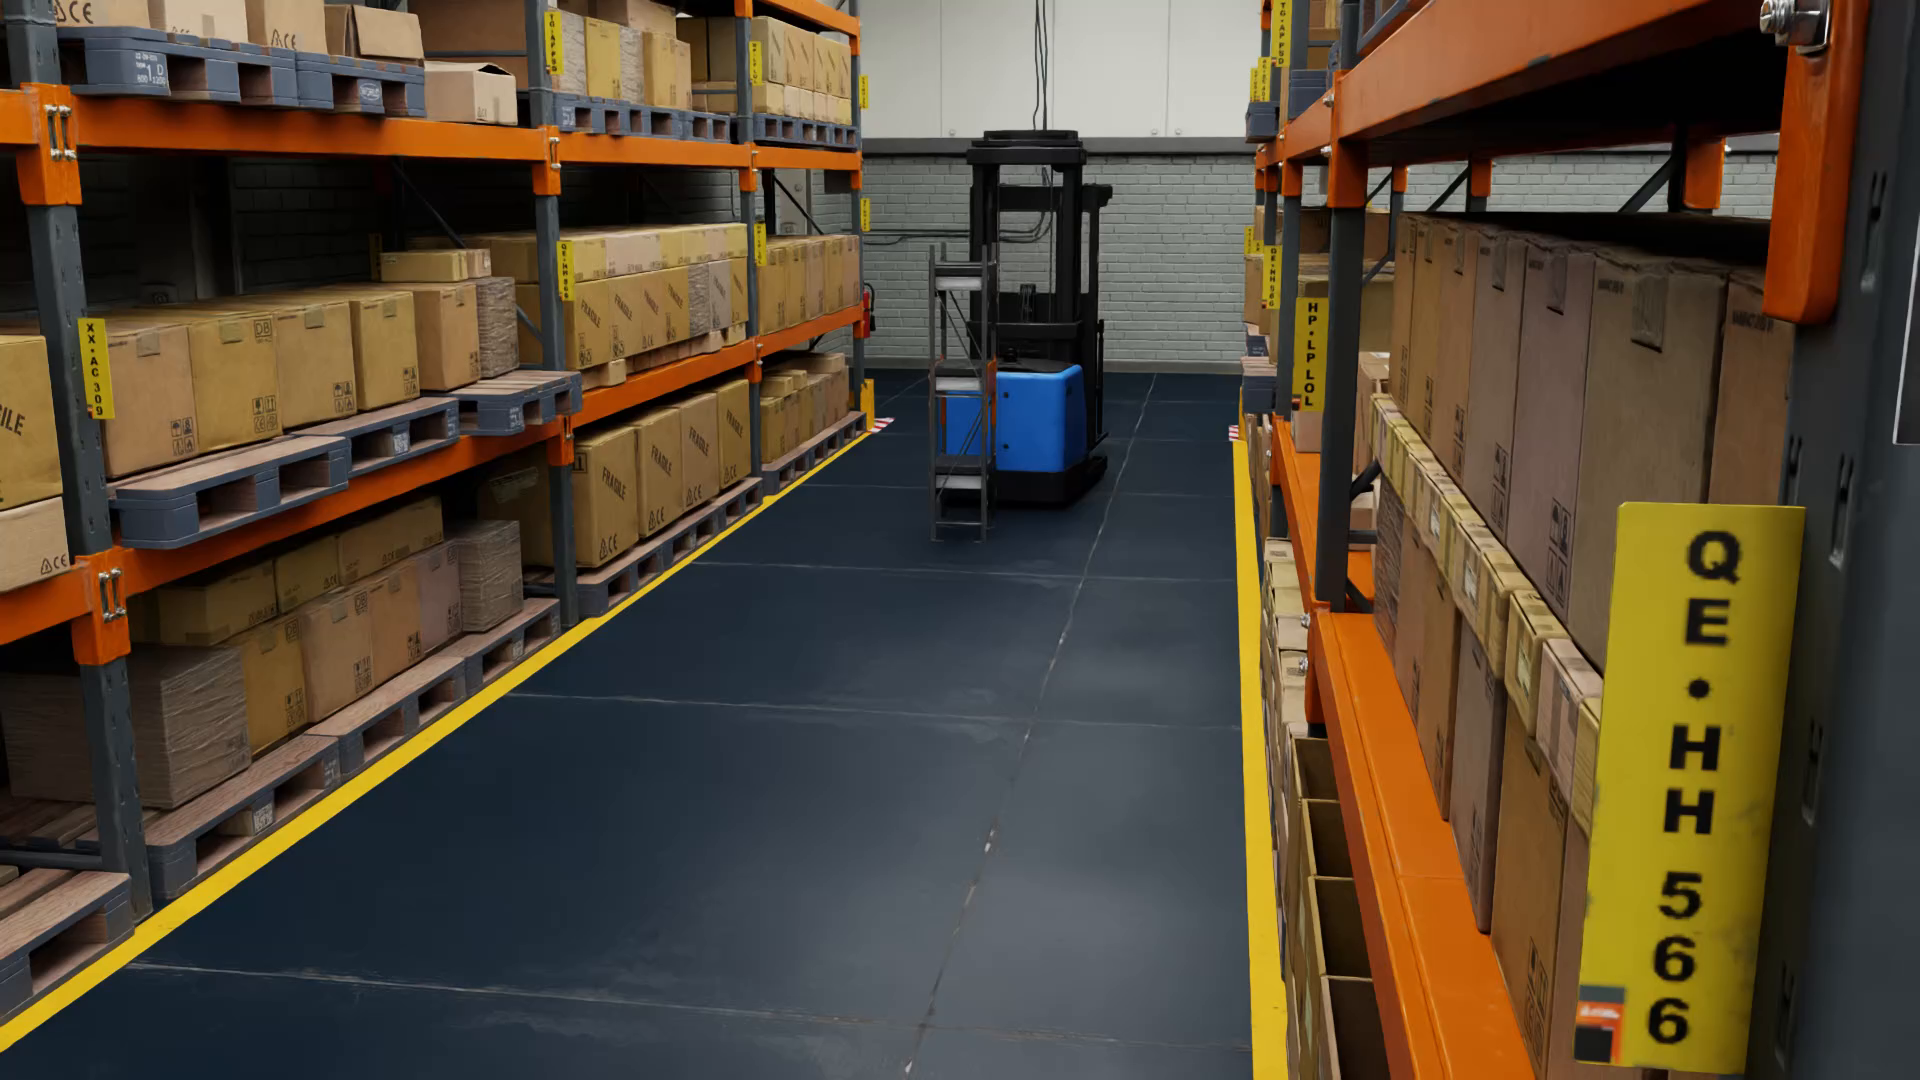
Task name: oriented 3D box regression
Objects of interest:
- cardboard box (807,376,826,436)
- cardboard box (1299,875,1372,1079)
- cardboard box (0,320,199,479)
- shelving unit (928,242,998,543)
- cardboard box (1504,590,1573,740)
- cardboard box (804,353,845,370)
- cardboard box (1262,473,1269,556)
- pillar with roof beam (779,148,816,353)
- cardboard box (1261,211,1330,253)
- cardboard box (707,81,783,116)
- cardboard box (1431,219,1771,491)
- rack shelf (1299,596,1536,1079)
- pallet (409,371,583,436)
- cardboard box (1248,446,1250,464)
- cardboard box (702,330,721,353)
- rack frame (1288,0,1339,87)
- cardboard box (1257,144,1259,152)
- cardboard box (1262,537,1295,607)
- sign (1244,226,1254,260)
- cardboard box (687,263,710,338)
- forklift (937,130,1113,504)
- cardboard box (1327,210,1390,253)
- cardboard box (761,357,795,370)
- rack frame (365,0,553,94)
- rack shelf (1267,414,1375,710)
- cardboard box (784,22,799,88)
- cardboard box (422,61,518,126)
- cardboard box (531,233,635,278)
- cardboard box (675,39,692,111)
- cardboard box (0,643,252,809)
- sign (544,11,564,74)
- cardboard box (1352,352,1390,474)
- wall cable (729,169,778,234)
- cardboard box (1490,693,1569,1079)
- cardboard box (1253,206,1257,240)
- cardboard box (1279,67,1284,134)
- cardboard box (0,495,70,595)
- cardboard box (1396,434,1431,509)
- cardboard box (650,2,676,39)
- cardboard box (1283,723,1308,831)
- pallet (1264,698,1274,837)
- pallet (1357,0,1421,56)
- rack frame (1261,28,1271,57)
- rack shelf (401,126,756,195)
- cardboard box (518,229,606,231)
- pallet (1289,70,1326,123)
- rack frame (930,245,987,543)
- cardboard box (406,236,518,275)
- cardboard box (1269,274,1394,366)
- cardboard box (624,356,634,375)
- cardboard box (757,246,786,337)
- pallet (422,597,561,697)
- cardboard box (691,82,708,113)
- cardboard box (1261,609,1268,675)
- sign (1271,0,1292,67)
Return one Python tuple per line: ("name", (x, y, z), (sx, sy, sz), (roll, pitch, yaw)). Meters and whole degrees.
("cardboard box", (-1.663, -1.273, 15.717), (0.700, 0.500, 0.500), (1, 12, 7))
("cardboard box", (1.015, 1.077, 3.626), (0.500, 0.500, 0.500), (2, 12, 9))
("cardboard box", (-3.234, -0.518, 5.997), (0.700, 0.500, 0.500), (2, 12, 9))
("shelving unit", (0.025, -1.061, 11.932), (0.431, 2.100, 0.503), (2, 12, 9))
("cardboard box", (0.963, 0.176, 2.278), (0.380, 0.149, 0.250), (2, 12, 10))
("cardboard box", (-1.349, -1.766, 16.466), (0.380, 0.149, 0.250), (2, 12, 8))
("cardboard box", (2.156, -0.126, 10.345), (0.500, 0.500, 0.500), (1, 12, 7))
("pillar with roof beam", (2.313, -6.031, 18.617), (9.100, 9.000, 0.400), (2, 12, 9))
("cardboard box", (2.601, -2.306, 12.965), (0.500, 0.500, 0.500), (2, 12, 9))
("cardboard box", (-1.749, -3.597, 13.567), (0.500, 0.250, 0.500), (2, 12, 8))
("cardboard box", (1.333, -0.371, 3.277), (0.700, 0.500, 0.500), (2, 12, 9))
("rack shelf", (1.241, 0.778, 2.970), (1.077, 0.370, 4.000), (2, 12, 9))
("pallet", (-2.736, -0.737, 8.747), (1.213, 0.211, 1.003), (2, 12, 9))
("cardboard box", (2.585, -0.684, 13.772), (0.380, 0.149, 0.250), (2, 12, 9))
("cardboard box", (-1.971, -1.460, 12.195), (0.380, 0.149, 0.250), (2, 12, 9))
("rack frame", (2.164, -3.755, 8.058), (1.000, 3.000, 0.127), (2, 12, 9))
("cardboard box", (2.975, -3.678, 15.178), (0.500, 0.250, 0.500), (2, 12, 9))
("cardboard box", (1.793, 0.142, 8.414), (0.500, 0.311, 0.500), (2, 12, 11))
("sign", (2.858, -2.929, 16.407), (0.100, 0.325, 0.005), (2, 12, 9))
("cardboard box", (-2.092, -1.704, 11.789), (0.500, 0.500, 0.500), (2, 12, 9))
("forklift", (0.682, -1.987, 14.258), (1.130, 2.935, 3.031), (3, 13, 14))
("cardboard box", (3.209, -2.389, 13.349), (0.500, 0.500, 0.500), (1, 12, 7))
("cardboard box", (-1.804, -1.674, 16.038), (0.380, 0.149, 0.250), (2, 12, 9))
("rack frame", (-2.731, -3.915, 8.799), (1.000, 3.000, 0.127), (2, 12, 9))
("rack shelf", (1.857, -0.054, 6.834), (1.077, 0.370, 4.000), (2, 12, 9))
("cardboard box", (-1.656, -4.075, 14.004), (0.500, 0.500, 0.500), (2, 12, 7))
("cardboard box", (-2.575, -2.256, 8.386), (0.500, 0.311, 0.500), (2, 12, 9))
("cardboard box", (-2.325, -1.751, 10.227), (0.500, 0.250, 0.500), (2, 12, 8))
("cardboard box", (-2.360, -3.365, 12.088), (0.700, 0.500, 0.500), (1, 12, 6))
("cardboard box", (-3.250, 0.704, 6.498), (0.700, 0.500, 0.500), (2, 12, 11))
("sign", (-2.195, -2.683, 8.977), (0.100, 0.325, 0.005), (2, 12, 9))
("cardboard box", (1.922, -0.522, 7.056), (0.500, 0.500, 0.500), (1, 12, 6))
("wall cable", (-2.239, -3.441, 18.430), (0.084, 1.984, 1.851), (2, 12, 9))
("cardboard box", (1.176, 0.485, 2.387), (0.700, 0.500, 0.500), (2, 12, 9))
("cardboard box", (3.066, -2.942, 15.912), (0.500, 0.500, 0.500), (2, 12, 10))
("cardboard box", (2.356, -2.644, 9.785), (0.910, 0.500, 0.500), (2, 12, 9))
("cardboard box", (-3.120, 0.022, 5.078), (0.500, 0.250, 0.500), (2, 12, 9))
("cardboard box", (1.201, -0.145, 3.771), (0.380, 0.149, 0.250), (2, 12, 8))
("cardboard box", (-2.381, -3.733, 12.012), (0.500, 0.250, 0.500), (3, 12, 13))
("cardboard box", (1.328, 0.781, 5.447), (0.500, 0.311, 0.500), (2, 12, 9))
("pallet", (1.809, 0.964, 7.019), (1.003, 0.211, 1.213), (2, 12, 9))
("pallet", (1.443, -1.234, 3.692), (1.003, 0.211, 1.213), (2, 12, 9))
("rack frame", (3.394, -5.420, 15.785), (1.000, 3.000, 0.127), (2, 12, 9))
("rack shelf", (-2.424, -2.513, 11.122), (1.077, 0.370, 4.000), (2, 12, 9))
("cardboard box", (-2.675, -1.976, 11.272), (0.500, 0.250, 0.500), (2, 12, 7))
("pallet", (2.148, -2.052, 7.725), (1.213, 0.211, 1.003), (2, 12, 11))
("rack frame", (-0.012, -1.010, 11.696), (0.400, 2.100, 0.015), (2, 12, 9))
("cardboard box", (-2.918, -1.656, 9.785), (0.500, 0.250, 0.500), (2, 12, 10))
("cardboard box", (2.150, -1.211, 9.260), (0.700, 0.500, 0.500), (-2, 12, -10))
("cardboard box", (-2.332, -1.146, 10.738), (0.380, 0.149, 0.250), (2, 12, 10))
("cardboard box", (-2.016, -2.074, 13.784), (0.980, 0.700, 0.700), (2, 12, 10))
("pallet", (-2.853, 0.544, 8.970), (1.003, 0.211, 1.213), (2, 12, 9))
("cardboard box", (-2.242, -3.612, 13.636), (0.500, 0.250, 0.500), (2, 12, 9))
("cardboard box", (1.717, 0.521, 7.988), (0.500, 0.250, 0.500), (2, 12, 7))
("sign", (1.628, -2.560, 8.403), (0.100, 0.325, 0.005), (2, 12, 9))
